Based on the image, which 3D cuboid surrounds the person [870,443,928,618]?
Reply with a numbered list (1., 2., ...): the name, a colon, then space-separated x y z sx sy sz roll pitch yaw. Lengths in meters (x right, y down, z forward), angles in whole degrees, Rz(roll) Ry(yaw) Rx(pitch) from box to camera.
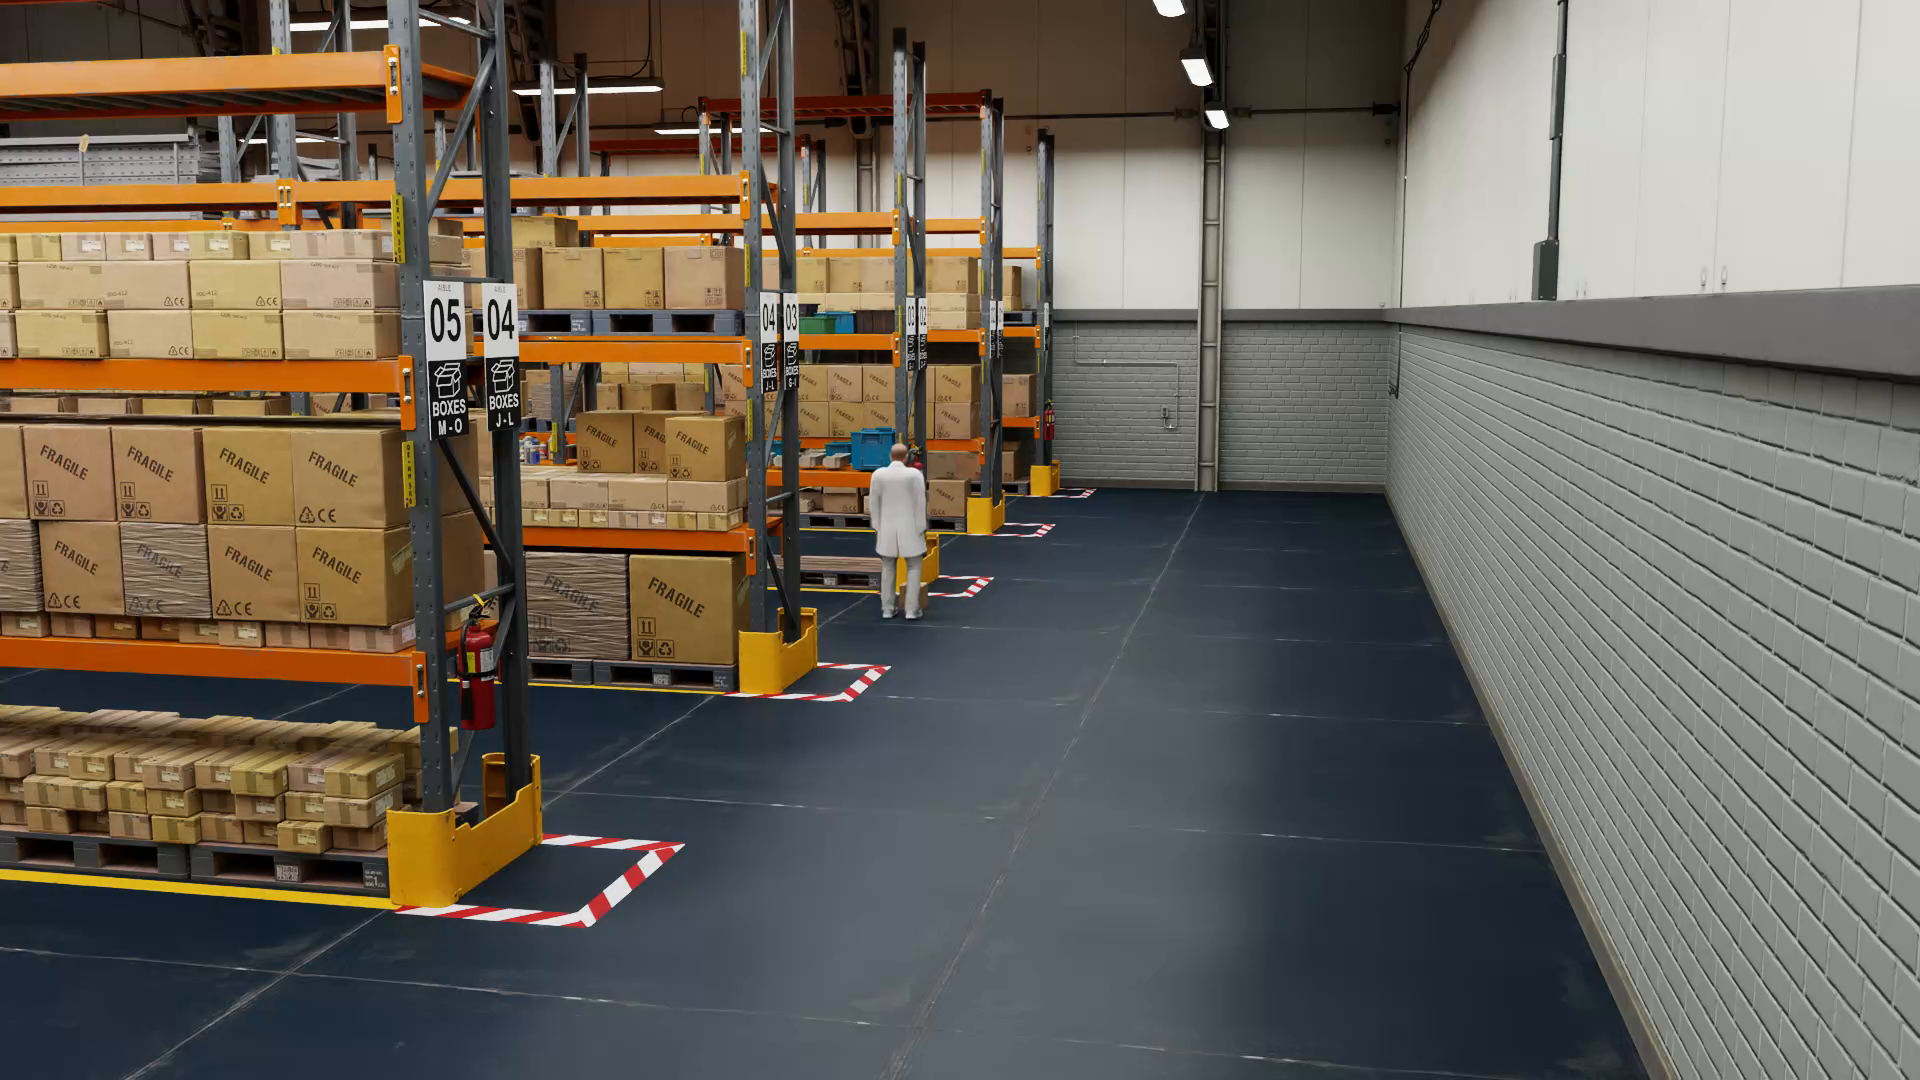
1. person: -0.614 -0.086 16.656 0.579 1.747 0.395 2 8 13
